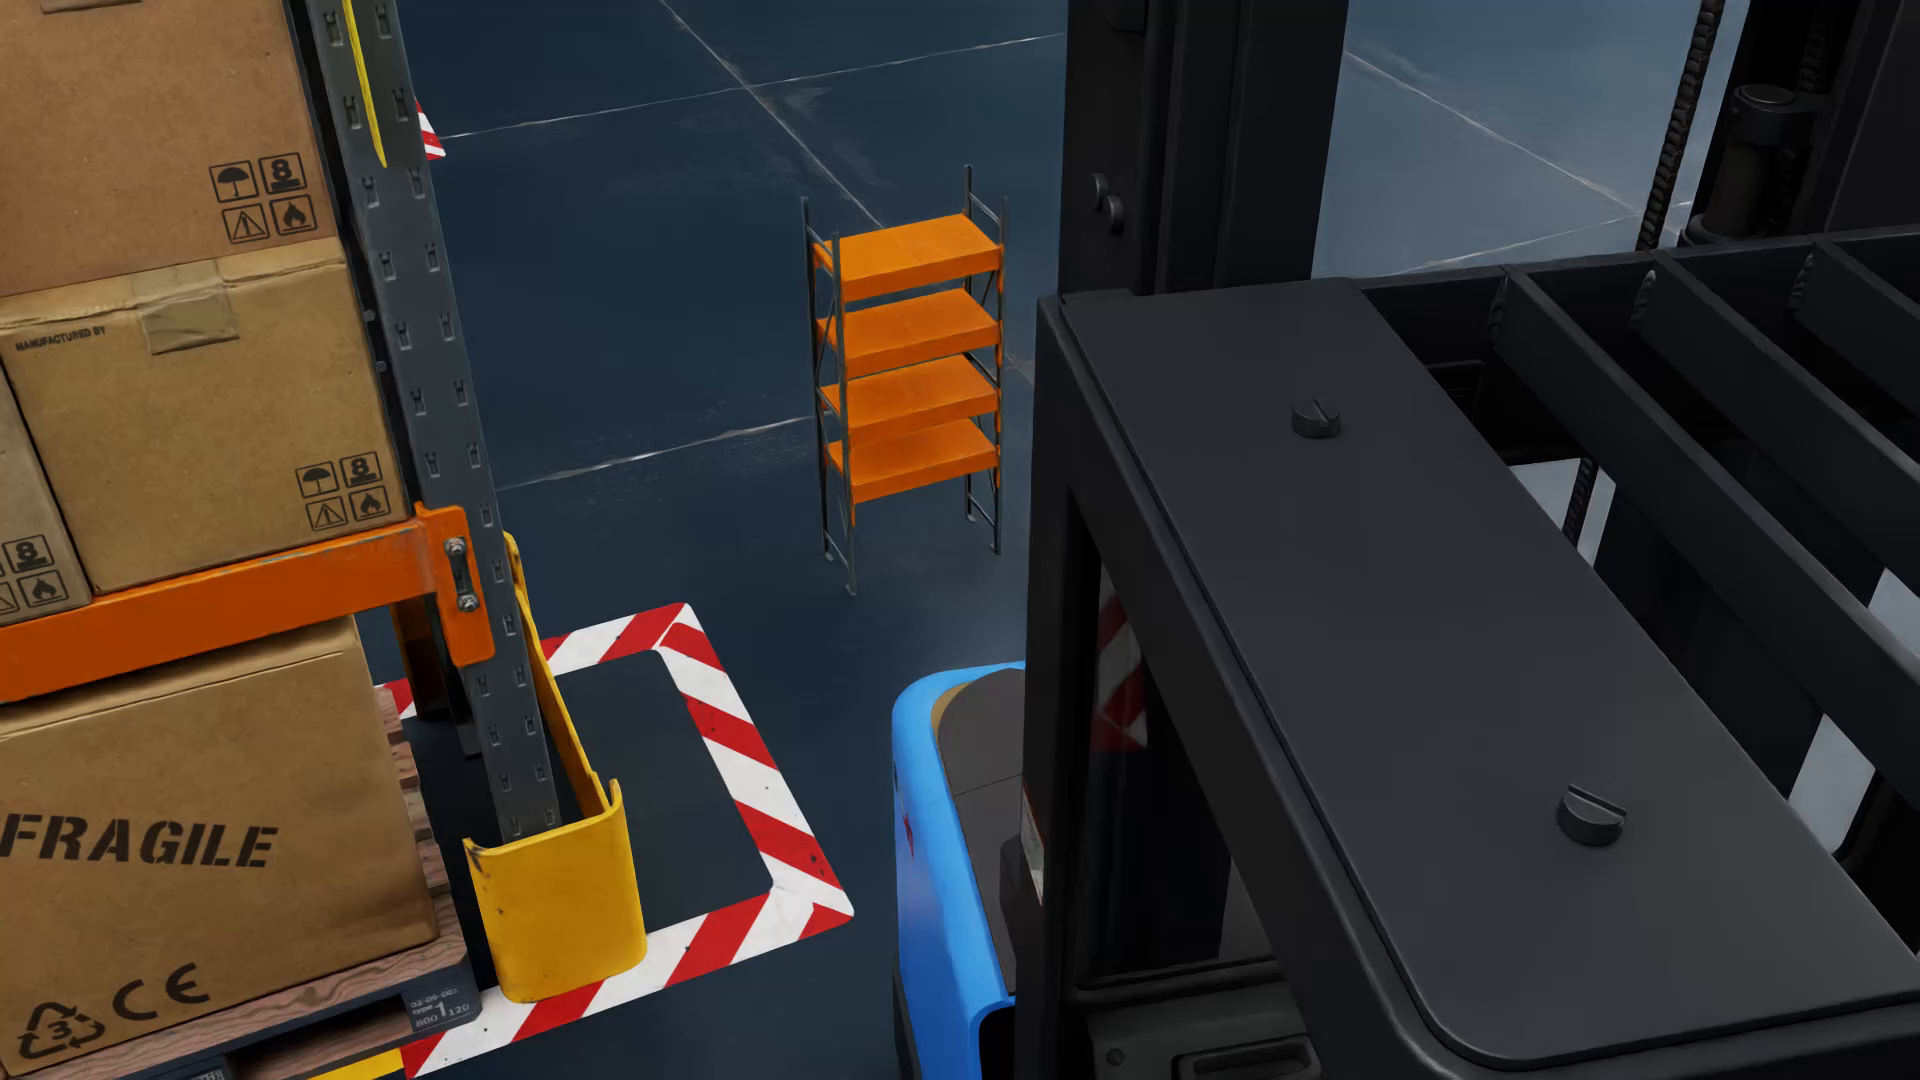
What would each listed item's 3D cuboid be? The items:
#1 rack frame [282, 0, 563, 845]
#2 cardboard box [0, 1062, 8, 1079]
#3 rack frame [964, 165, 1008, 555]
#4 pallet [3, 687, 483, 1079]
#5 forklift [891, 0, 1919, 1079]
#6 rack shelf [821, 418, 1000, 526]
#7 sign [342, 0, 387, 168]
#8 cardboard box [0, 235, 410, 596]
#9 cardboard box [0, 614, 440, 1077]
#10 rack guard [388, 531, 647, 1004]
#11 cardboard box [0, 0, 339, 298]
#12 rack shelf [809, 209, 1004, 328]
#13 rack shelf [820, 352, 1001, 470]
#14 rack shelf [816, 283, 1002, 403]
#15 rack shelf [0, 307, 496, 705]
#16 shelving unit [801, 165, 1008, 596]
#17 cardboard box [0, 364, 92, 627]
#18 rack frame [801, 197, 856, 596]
[{"bbox_3d":[-1.146,-0.479,3.379,0.127,3.000,1.000,-16,39,-20],"label":"rack frame"},{"bbox_3d":[-2.527,0.636,3.305,0.875,0.875,0.875,-16,40,-21],"label":"cardboard box"},{"bbox_3d":[0.071,-0.502,4.919,0.015,1.200,0.240,-16,39,-20],"label":"rack frame"},{"bbox_3d":[-1.836,0.885,3.880,1.213,0.211,1.003,-16,39,-20],"label":"pallet"},{"bbox_3d":[0.653,0.743,1.788,1.130,2.935,3.031,-7,37,-9],"label":"forklift"},{"bbox_3d":[-0.150,-0.226,4.994,0.480,0.148,0.258,-16,39,-20],"label":"rack shelf"},{"bbox_3d":[-0.928,-0.744,2.564,0.005,0.325,0.100,-16,39,-20],"label":"sign"},{"bbox_3d":[-1.462,-0.421,3.174,0.550,0.550,0.875,-16,39,-20],"label":"cardboard box"},{"bbox_3d":[-1.731,0.413,3.607,0.875,0.875,0.875,-15,39,-20],"label":"cardboard box"},{"bbox_3d":[-1.124,0.518,4.131,0.348,0.500,1.175,-16,39,-20],"label":"rack guard"},{"bbox_3d":[-1.498,-0.900,2.914,0.550,0.550,0.875,-16,39,-20],"label":"cardboard box"},{"bbox_3d":[-0.150,-0.756,4.602,0.480,0.148,0.258,-16,39,-20],"label":"rack shelf"},{"bbox_3d":[-0.150,-0.386,4.876,0.480,0.148,0.258,-16,39,-20],"label":"rack shelf"},{"bbox_3d":[-0.150,-0.566,4.743,0.480,0.148,0.258,-16,39,-20],"label":"rack shelf"},{"bbox_3d":[-2.956,0.316,2.910,4.000,0.370,1.077,-16,39,-20],"label":"rack shelf"},{"bbox_3d":[-0.150,-0.440,4.836,0.503,1.200,0.258,-16,39,-20],"label":"shelving unit"},{"bbox_3d":[-1.951,-0.270,2.971,0.550,0.550,0.875,-16,39,-20],"label":"cardboard box"},{"bbox_3d":[-0.371,-0.378,4.753,0.015,1.200,0.240,-16,39,-20],"label":"rack frame"}]
